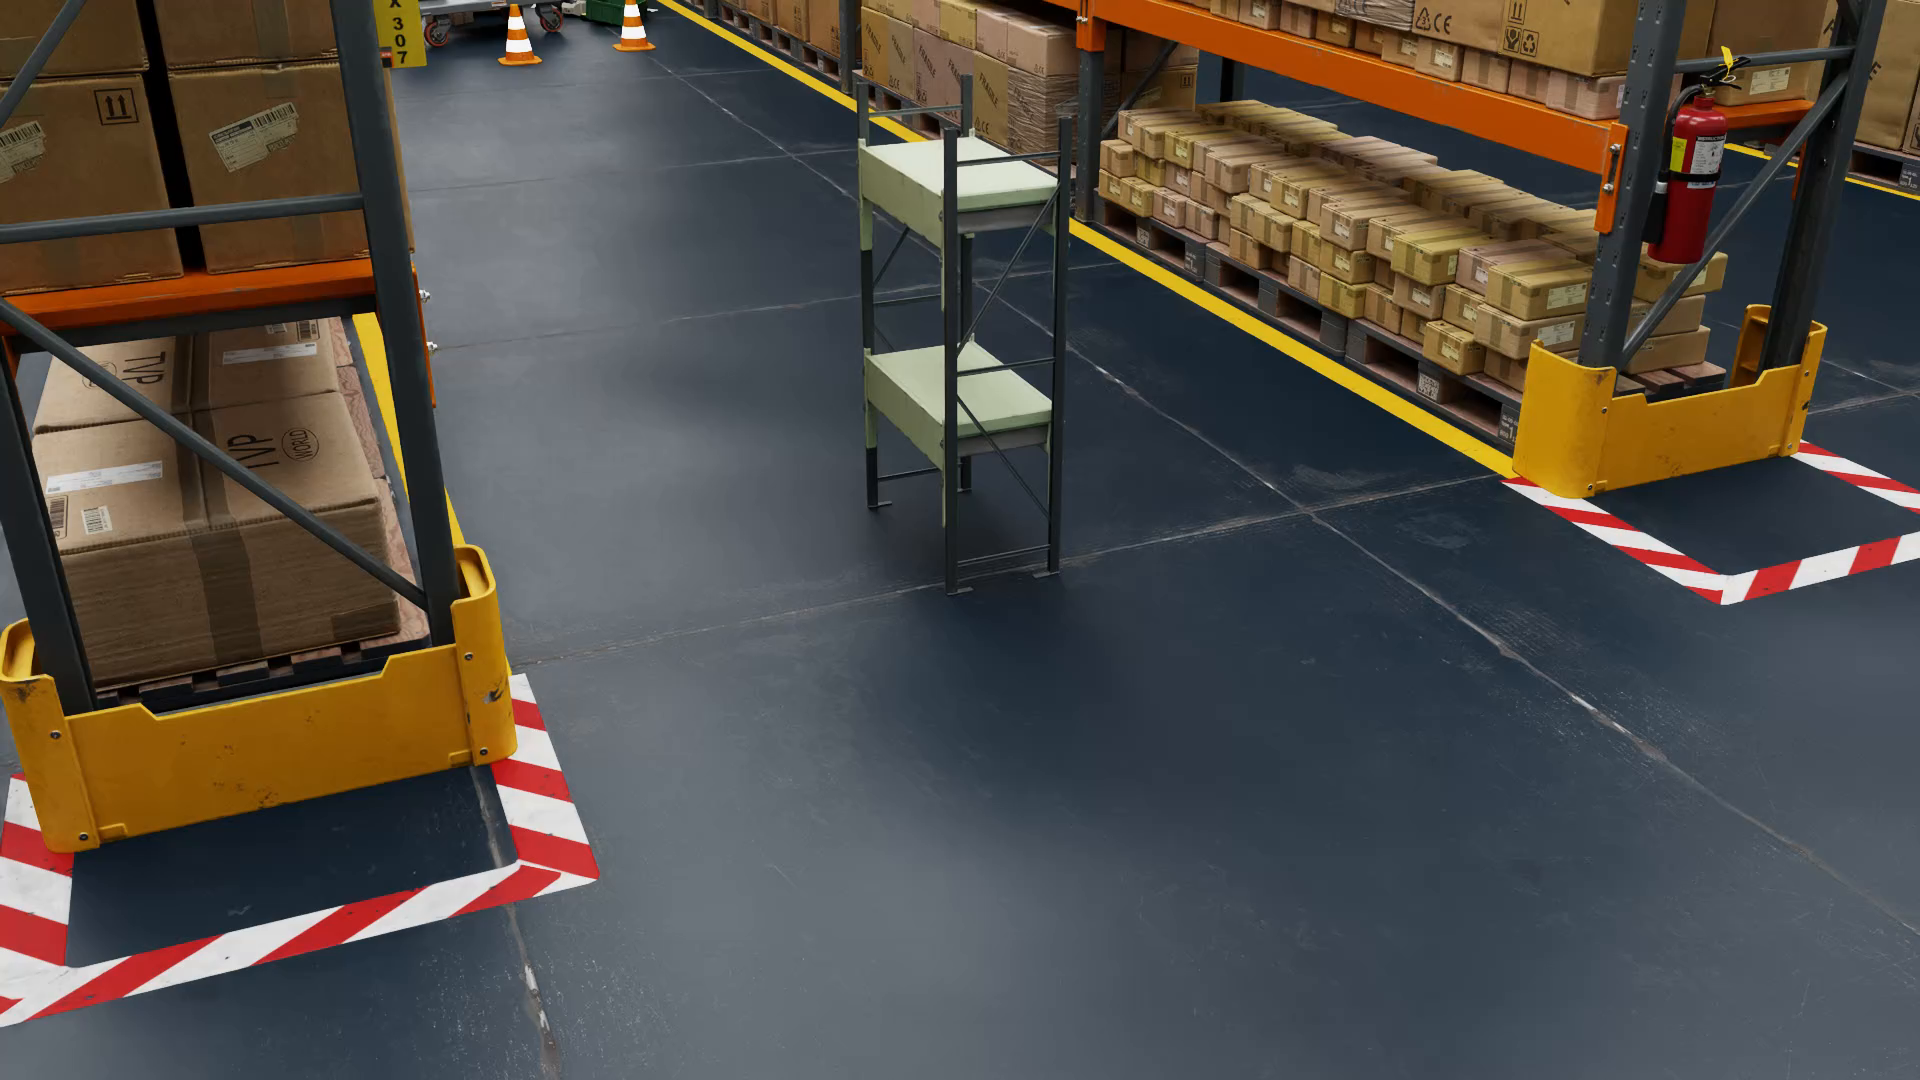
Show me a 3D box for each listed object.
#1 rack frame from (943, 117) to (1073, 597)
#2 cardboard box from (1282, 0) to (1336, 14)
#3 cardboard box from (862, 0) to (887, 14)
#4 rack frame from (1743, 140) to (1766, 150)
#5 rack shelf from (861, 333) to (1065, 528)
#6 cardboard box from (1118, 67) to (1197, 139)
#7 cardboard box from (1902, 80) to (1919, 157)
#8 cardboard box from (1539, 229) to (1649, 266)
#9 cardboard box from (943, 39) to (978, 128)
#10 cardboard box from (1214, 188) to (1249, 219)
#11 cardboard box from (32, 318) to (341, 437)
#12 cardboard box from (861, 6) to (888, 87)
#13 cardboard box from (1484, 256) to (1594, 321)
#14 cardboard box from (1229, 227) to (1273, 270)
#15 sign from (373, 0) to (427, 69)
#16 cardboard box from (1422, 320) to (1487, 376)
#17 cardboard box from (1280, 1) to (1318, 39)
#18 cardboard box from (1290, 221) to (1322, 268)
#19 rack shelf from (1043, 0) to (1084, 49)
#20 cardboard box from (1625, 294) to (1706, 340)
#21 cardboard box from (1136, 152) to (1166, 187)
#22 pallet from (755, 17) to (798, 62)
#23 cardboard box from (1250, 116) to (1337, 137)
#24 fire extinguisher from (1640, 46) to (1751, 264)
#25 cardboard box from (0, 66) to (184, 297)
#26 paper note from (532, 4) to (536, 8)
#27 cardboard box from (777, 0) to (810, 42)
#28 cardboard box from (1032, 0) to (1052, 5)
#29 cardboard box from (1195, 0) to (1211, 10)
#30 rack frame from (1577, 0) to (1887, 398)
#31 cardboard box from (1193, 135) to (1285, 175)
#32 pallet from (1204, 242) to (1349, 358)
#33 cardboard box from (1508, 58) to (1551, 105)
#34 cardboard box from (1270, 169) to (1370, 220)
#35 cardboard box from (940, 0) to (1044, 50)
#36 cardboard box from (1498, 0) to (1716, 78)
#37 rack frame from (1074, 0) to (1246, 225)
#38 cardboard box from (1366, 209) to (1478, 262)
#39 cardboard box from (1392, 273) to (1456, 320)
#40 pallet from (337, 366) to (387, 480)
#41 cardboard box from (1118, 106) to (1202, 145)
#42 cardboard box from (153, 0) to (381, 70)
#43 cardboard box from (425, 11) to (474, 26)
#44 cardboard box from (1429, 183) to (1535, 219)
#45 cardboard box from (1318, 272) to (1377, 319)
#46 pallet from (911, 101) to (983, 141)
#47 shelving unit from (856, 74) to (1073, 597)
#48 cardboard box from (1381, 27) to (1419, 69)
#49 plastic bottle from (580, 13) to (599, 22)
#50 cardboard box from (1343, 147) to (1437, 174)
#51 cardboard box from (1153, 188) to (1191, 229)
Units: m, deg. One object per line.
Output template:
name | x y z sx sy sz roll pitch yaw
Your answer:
rack frame | 0.141 -0.529 5.124 0.400 1.500 0.023 -11 28 -21
cardboard box | 1.700 -2.557 7.116 0.500 0.500 0.500 -9 27 -18
cardboard box | -0.383 -3.939 11.914 0.500 0.250 0.500 -12 28 -23
rack frame | 5.740 -4.053 10.632 1.000 3.000 0.127 -11 28 -21
rack shelf | -0.003 -0.384 5.569 0.431 0.370 0.720 -11 28 -21
cardboard box | 1.091 -2.651 10.131 0.500 0.500 0.500 -9 28 -19
cardboard box | 6.277 -2.643 9.688 0.875 0.875 0.875 -11 28 -21
cardboard box | 2.592 -1.162 6.804 0.380 0.149 0.250 -10 28 -20
cardboard box | 0.218 -2.977 10.800 0.500 0.500 0.500 -11 28 -22
cardboard box | 1.484 -1.678 8.200 0.380 0.149 0.250 -9 28 -18
cardboard box | -2.529 -0.390 5.572 0.875 0.438 0.875 -10 28 -19
cardboard box | -0.387 -3.592 12.059 0.500 0.500 0.500 -12 28 -23
cardboard box | 2.263 -0.972 6.414 0.380 0.149 0.250 -10 28 -20
cardboard box | 1.529 -1.430 8.031 0.380 0.149 0.250 -11 28 -22
sign | -1.299 -1.253 3.820 0.100 0.325 0.005 -11 28 -21
cardboard box | 2.111 -0.797 6.735 0.380 0.149 0.250 -10 28 -19
cardboard box | 1.655 -2.334 7.399 0.380 0.149 0.250 -9 28 -19
cardboard box | 1.731 -1.355 7.538 0.380 0.149 0.250 -9 27 -18
rack shelf | 0.353 -3.726 10.782 1.077 0.370 4.000 -11 28 -21
cardboard box | 2.734 -0.924 6.654 0.380 0.149 0.250 -9 28 -18
cardboard box | 1.166 -1.995 8.848 0.380 0.149 0.250 -10 28 -20
pallet | -1.143 -4.426 14.575 1.003 0.211 1.213 -11 28 -21
cardboard box | 1.756 -2.122 8.770 0.380 0.149 0.250 -11 28 -21
fire extinguisher | 2.377 -1.243 5.391 0.296 0.674 0.183 -11 28 -21
cardboard box | -2.244 -0.930 4.121 0.500 0.500 0.500 -10 28 -20
paper note | -4.212 -5.367 16.717 0.172 0.023 0.155 -1 26 -3
cardboard box | -0.931 -4.648 13.936 1.050 0.750 0.750 -10 28 -20
cardboard box | 0.684 -3.409 10.829 0.500 0.250 0.500 -9 28 -19
cardboard box | 1.370 -2.657 8.060 0.380 0.149 0.250 -12 28 -23
rack frame | 2.703 -1.627 5.663 1.000 3.000 0.127 -11 28 -21
cardboard box | 1.402 -1.925 8.367 0.380 0.149 0.250 -11 28 -22
pallet | 1.914 -1.230 8.029 1.003 0.211 1.213 -11 28 -21
cardboard box | 2.253 -1.704 6.107 0.380 0.149 0.250 -11 28 -21
cardboard box | 1.669 -1.606 7.714 0.380 0.149 0.250 -10 28 -20
cardboard box | 0.203 -3.322 10.651 0.500 0.250 0.500 -12 28 -23
cardboard box | 2.290 -1.942 5.857 0.500 0.500 0.500 -10 28 -20
rack frame | 1.137 -3.241 8.970 1.000 3.000 0.127 -11 28 -21
cardboard box | 1.956 -1.281 7.048 0.380 0.149 0.250 -12 28 -23
cardboard box | 2.029 -1.041 6.896 0.380 0.149 0.250 -12 28 -23
pallet | -2.671 -0.283 6.090 1.003 0.211 1.213 -11 28 -21
cardboard box | 1.081 -2.242 9.015 0.380 0.149 0.250 -9 28 -19
cardboard box | -1.738 -1.472 4.093 0.500 0.500 0.500 -11 28 -22
cardboard box | -4.856 -5.049 15.788 0.396 0.266 0.258 13 29 24
cardboard box | 2.338 -1.485 7.466 0.380 0.149 0.250 -9 28 -19
cardboard box | 1.821 -1.108 7.372 0.380 0.149 0.250 -12 28 -23
pallet | 0.349 -2.796 11.235 1.003 0.211 1.213 -11 28 -21
shelving unit | -0.003 -0.677 5.426 0.431 1.500 0.755 -11 28 -21
cardboard box | 1.943 -2.013 6.740 0.380 0.149 0.250 -12 28 -23
plastic bottle | -3.493 -5.003 15.927 0.283 0.061 0.133 18 31 33
cardboard box | 2.094 -1.804 8.118 0.380 0.149 0.250 -12 28 -22
cardboard box | 1.233 -1.748 8.682 0.380 0.149 0.250 -11 28 -21
